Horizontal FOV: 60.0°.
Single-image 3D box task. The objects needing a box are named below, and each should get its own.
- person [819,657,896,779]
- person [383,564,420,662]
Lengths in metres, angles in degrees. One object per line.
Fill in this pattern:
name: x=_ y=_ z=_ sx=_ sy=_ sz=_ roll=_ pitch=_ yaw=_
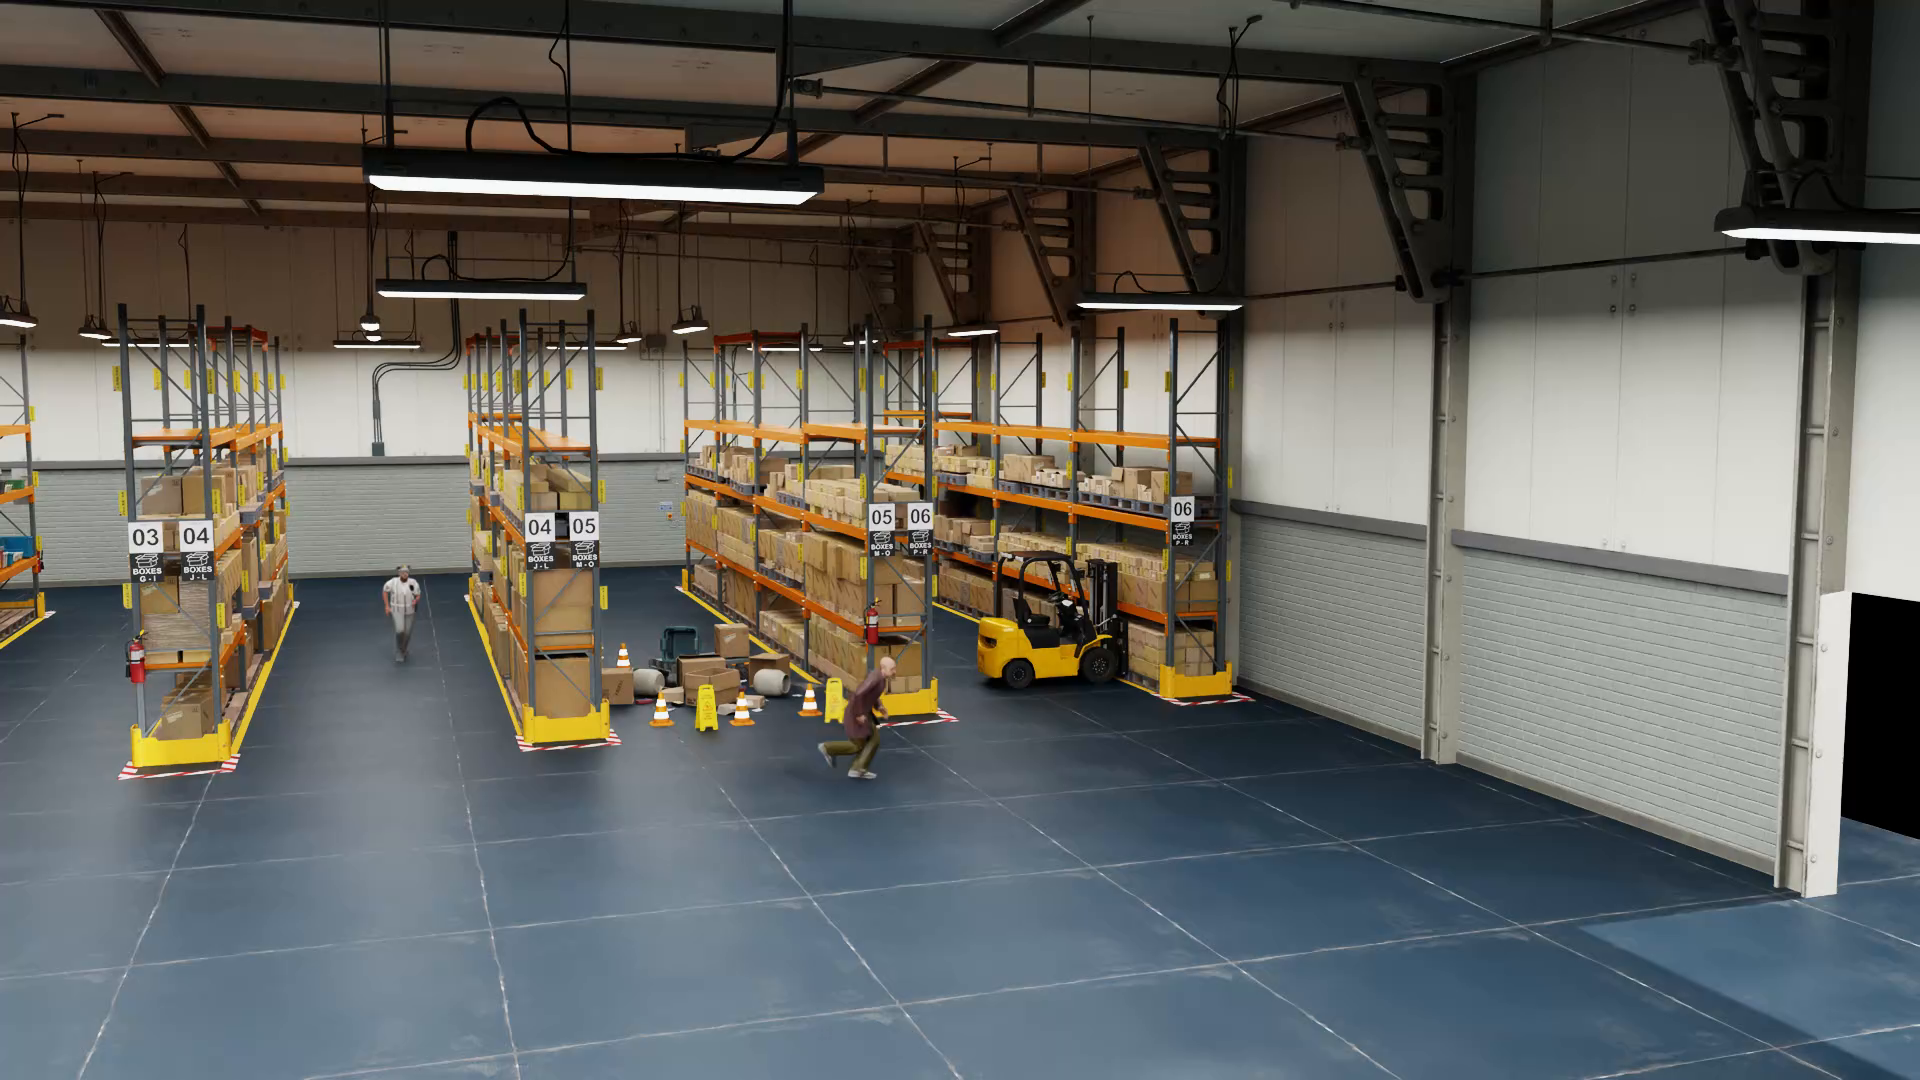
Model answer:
person: x=-1.303 y=2.243 z=20.978 sx=1.017 sy=1.578 sz=0.724 roll=1 pitch=6 yaw=12
person: x=-10.032 y=1.314 z=29.940 sx=0.606 sy=1.800 sz=0.856 roll=-3 pitch=6 yaw=-32
